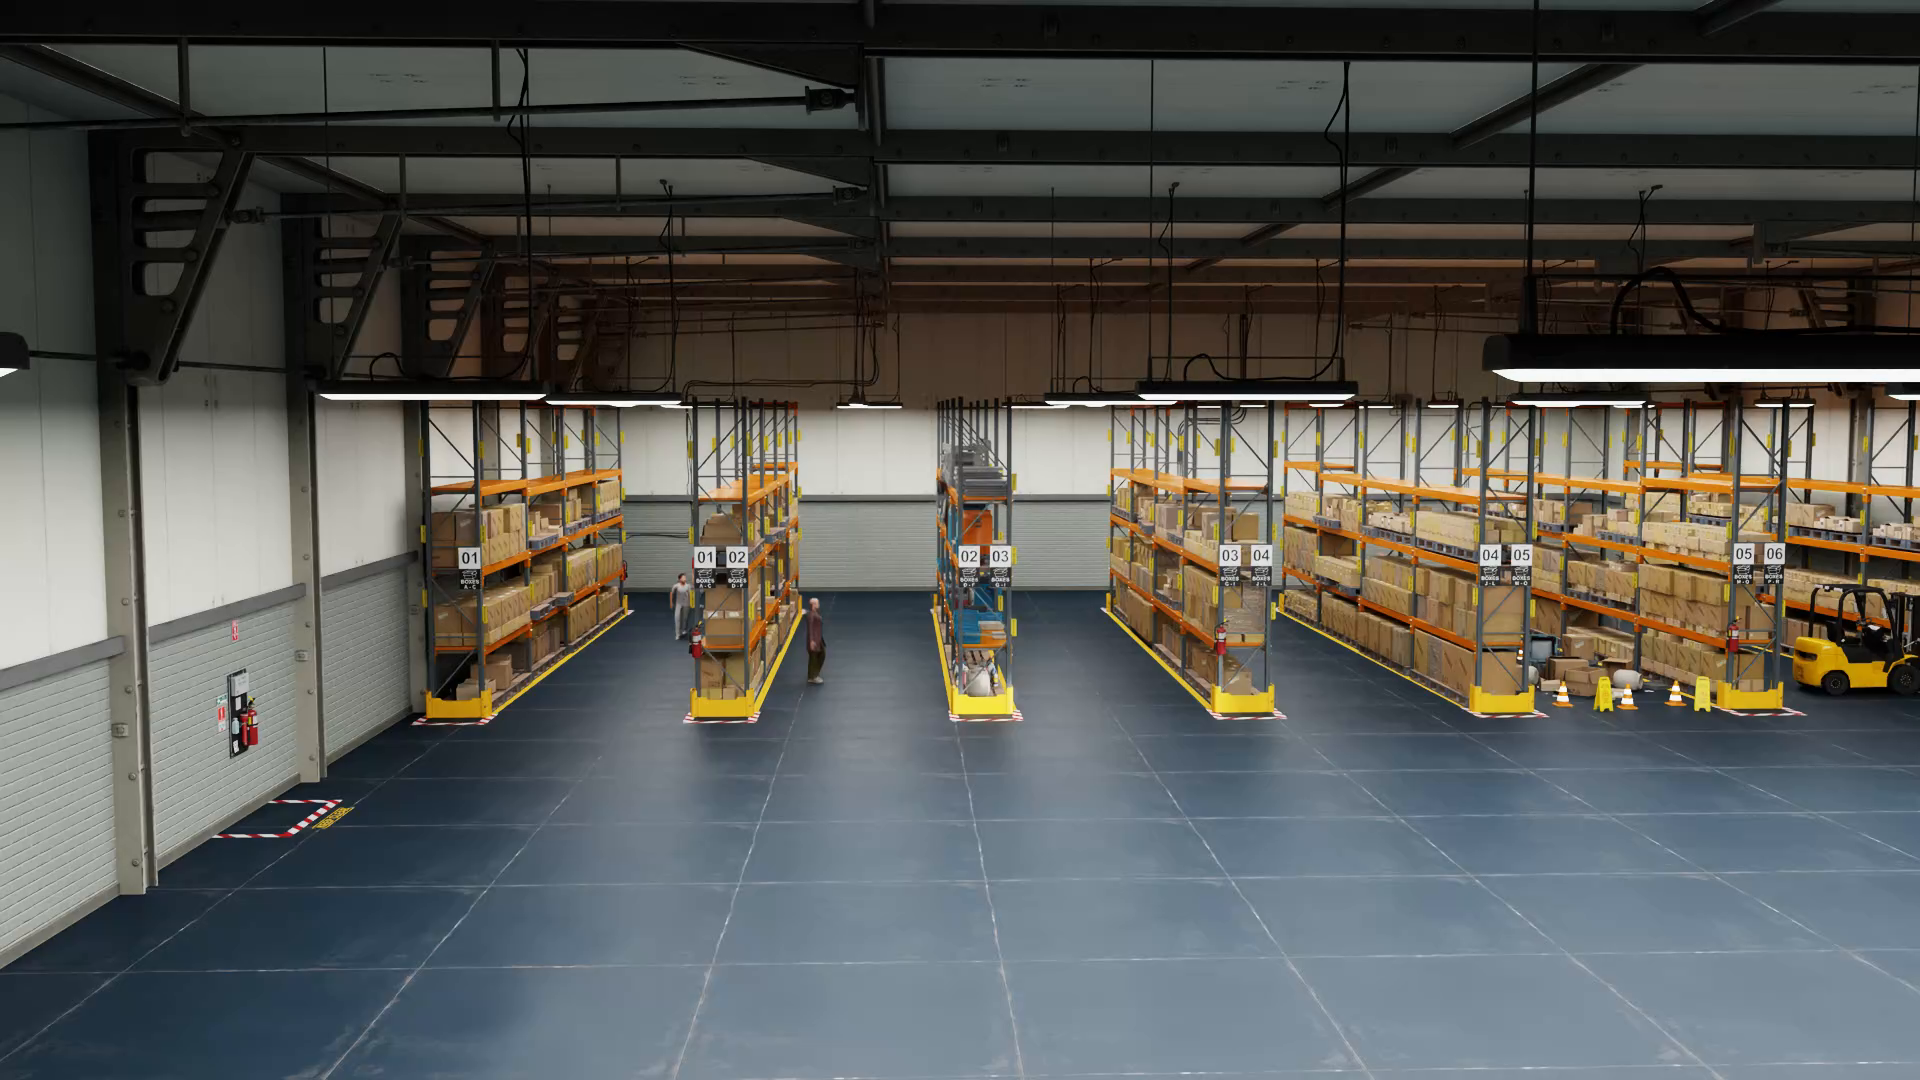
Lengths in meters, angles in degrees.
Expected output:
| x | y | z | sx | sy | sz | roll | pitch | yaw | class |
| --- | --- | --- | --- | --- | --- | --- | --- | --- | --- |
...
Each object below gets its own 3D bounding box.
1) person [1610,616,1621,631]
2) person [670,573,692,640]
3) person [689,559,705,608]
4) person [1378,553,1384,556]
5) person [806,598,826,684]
| x | y | z | sx | sy | sz | roll | pitch | yaw | class |
| --- | --- | --- | --- | --- | --- | --- | --- | --- | --- |
| 16.882 | 1.572 | 42.962 | 0.402 | 1.692 | 0.477 | 2 | 5 | 20 | person |
| -7.037 | 1.664 | 42.166 | 0.625 | 1.644 | 0.982 | 0 | 4 | -2 | person |
| -7.670 | 1.111 | 48.388 | 0.547 | 1.705 | 0.613 | 0 | 4 | -5 | person |
| 11.934 | 1.220 | 47.264 | 0.426 | 1.724 | 0.567 | 0 | 4 | -2 | person |
| -3.061 | 2.133 | 35.084 | 0.453 | 1.816 | 0.687 | 1 | 5 | 13 | person |
